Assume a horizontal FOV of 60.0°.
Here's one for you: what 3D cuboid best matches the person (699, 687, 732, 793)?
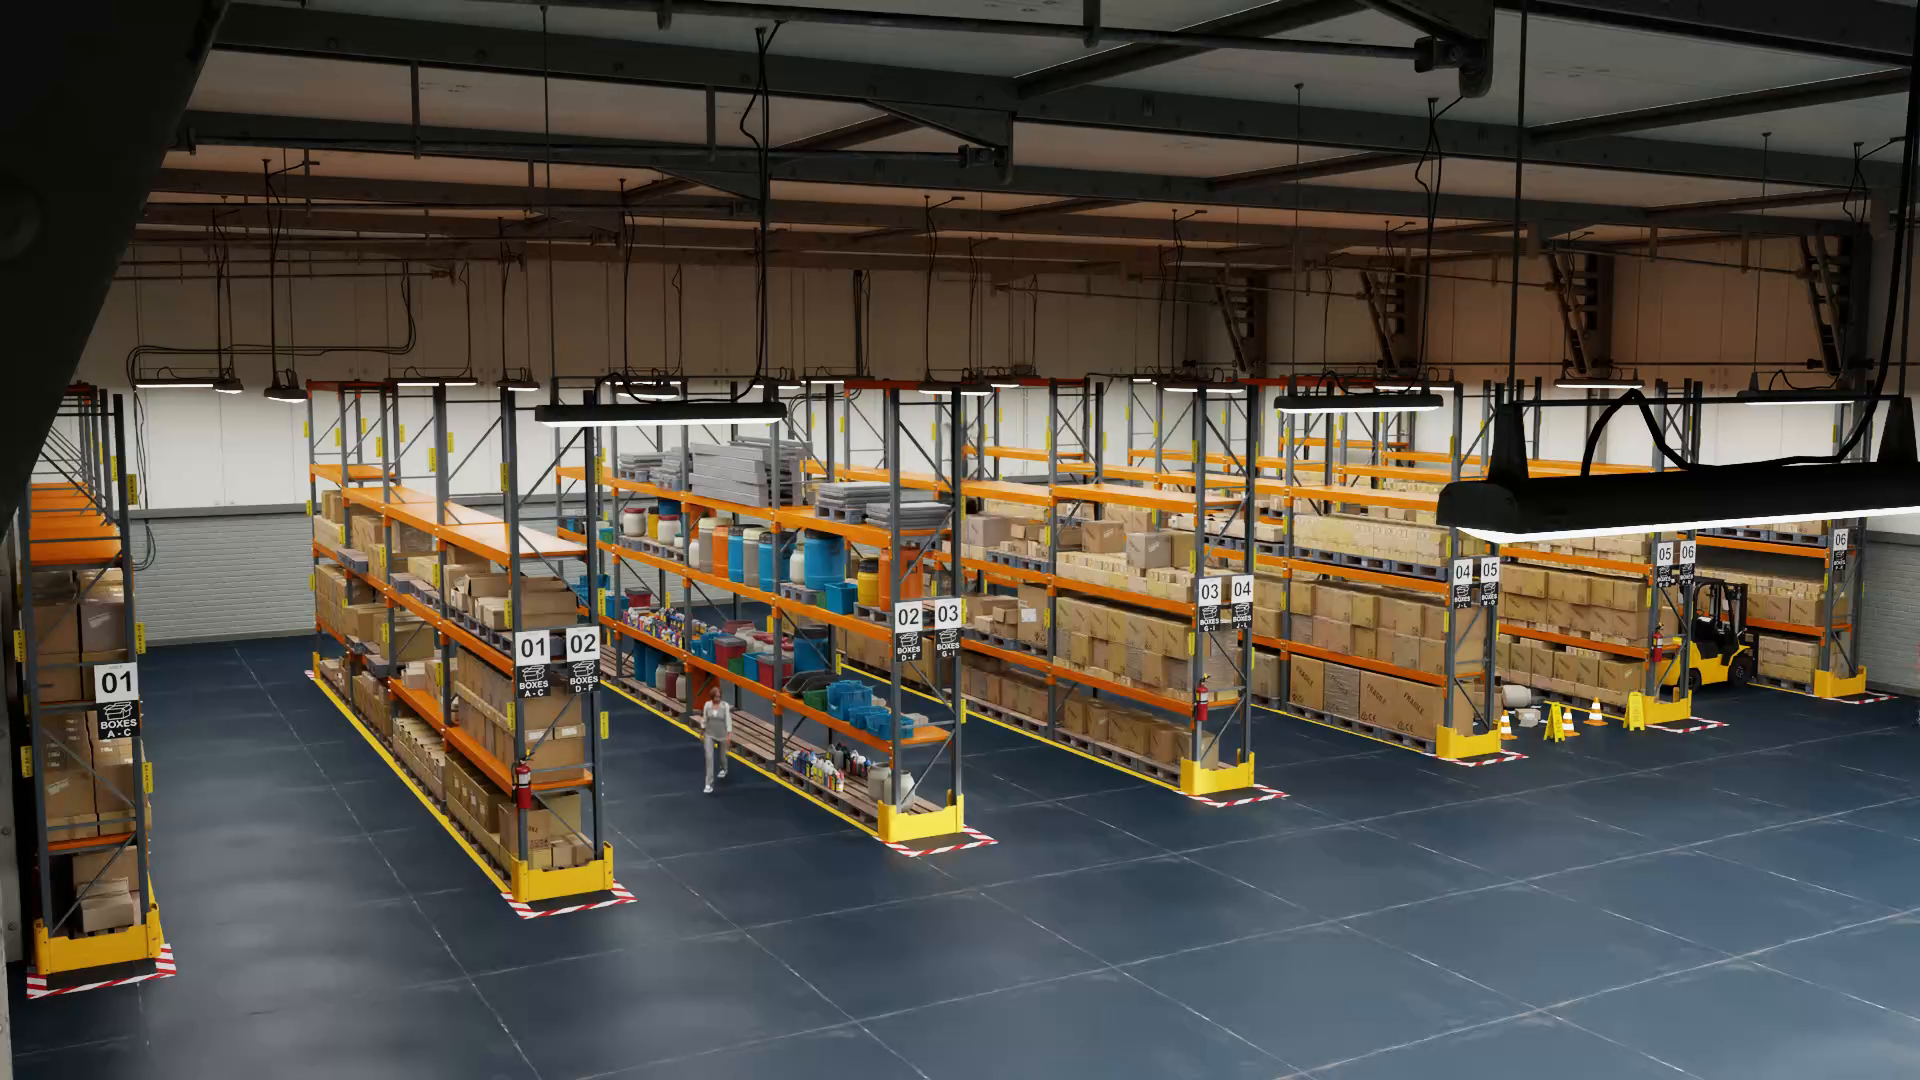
[{"bbox_3d":[-3.647,2.926,24.771,0.506,1.524,0.990,-1,6,-5],"label":"person"}]

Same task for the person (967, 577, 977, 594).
[{"bbox_3d":[0.335,1.002,42.144,0.536,1.722,0.720,1,6,8],"label":"person"}]
